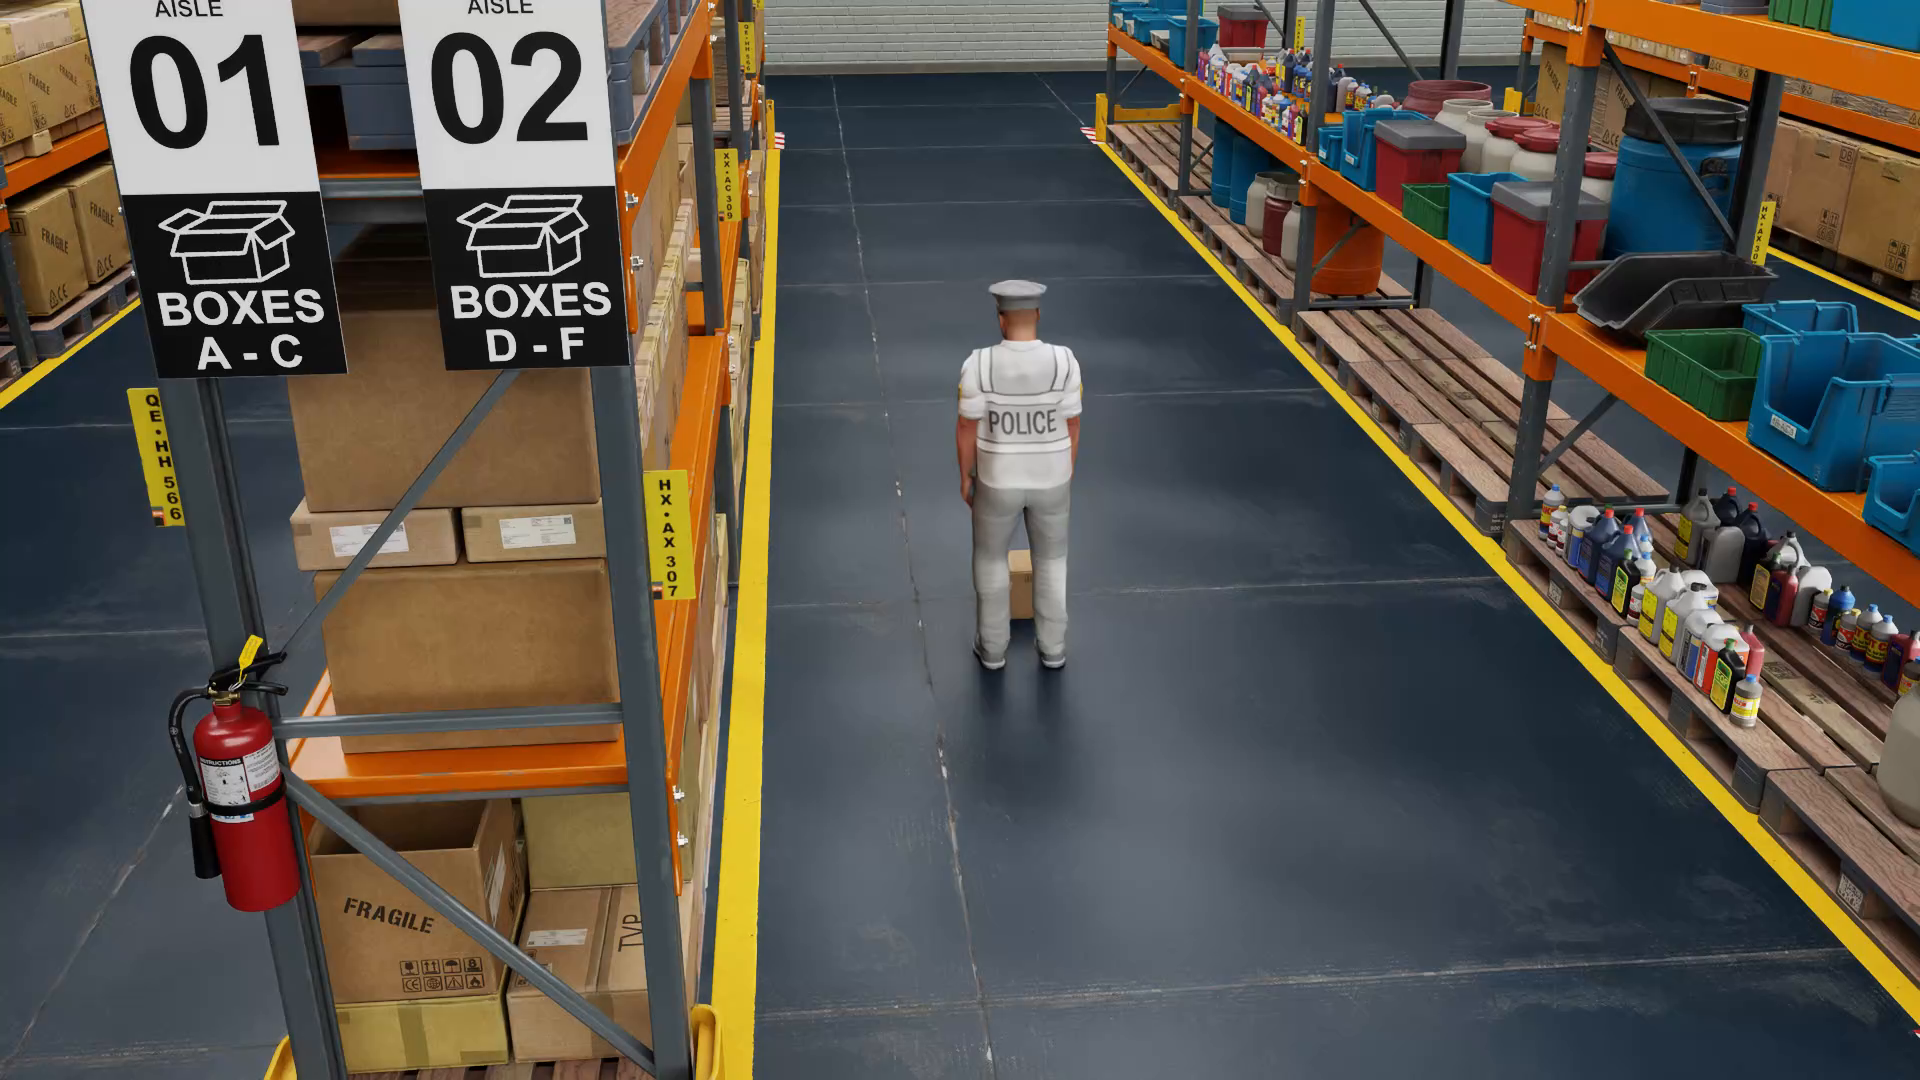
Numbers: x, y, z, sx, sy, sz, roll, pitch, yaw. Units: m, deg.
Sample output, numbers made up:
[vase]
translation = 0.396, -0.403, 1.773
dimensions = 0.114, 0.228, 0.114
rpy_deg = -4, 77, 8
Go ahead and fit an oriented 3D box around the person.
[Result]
[person]
translation = 0.247, -0.264, 7.219
dimensions = 0.531, 1.738, 0.391
rpy_deg = -2, 24, -4
